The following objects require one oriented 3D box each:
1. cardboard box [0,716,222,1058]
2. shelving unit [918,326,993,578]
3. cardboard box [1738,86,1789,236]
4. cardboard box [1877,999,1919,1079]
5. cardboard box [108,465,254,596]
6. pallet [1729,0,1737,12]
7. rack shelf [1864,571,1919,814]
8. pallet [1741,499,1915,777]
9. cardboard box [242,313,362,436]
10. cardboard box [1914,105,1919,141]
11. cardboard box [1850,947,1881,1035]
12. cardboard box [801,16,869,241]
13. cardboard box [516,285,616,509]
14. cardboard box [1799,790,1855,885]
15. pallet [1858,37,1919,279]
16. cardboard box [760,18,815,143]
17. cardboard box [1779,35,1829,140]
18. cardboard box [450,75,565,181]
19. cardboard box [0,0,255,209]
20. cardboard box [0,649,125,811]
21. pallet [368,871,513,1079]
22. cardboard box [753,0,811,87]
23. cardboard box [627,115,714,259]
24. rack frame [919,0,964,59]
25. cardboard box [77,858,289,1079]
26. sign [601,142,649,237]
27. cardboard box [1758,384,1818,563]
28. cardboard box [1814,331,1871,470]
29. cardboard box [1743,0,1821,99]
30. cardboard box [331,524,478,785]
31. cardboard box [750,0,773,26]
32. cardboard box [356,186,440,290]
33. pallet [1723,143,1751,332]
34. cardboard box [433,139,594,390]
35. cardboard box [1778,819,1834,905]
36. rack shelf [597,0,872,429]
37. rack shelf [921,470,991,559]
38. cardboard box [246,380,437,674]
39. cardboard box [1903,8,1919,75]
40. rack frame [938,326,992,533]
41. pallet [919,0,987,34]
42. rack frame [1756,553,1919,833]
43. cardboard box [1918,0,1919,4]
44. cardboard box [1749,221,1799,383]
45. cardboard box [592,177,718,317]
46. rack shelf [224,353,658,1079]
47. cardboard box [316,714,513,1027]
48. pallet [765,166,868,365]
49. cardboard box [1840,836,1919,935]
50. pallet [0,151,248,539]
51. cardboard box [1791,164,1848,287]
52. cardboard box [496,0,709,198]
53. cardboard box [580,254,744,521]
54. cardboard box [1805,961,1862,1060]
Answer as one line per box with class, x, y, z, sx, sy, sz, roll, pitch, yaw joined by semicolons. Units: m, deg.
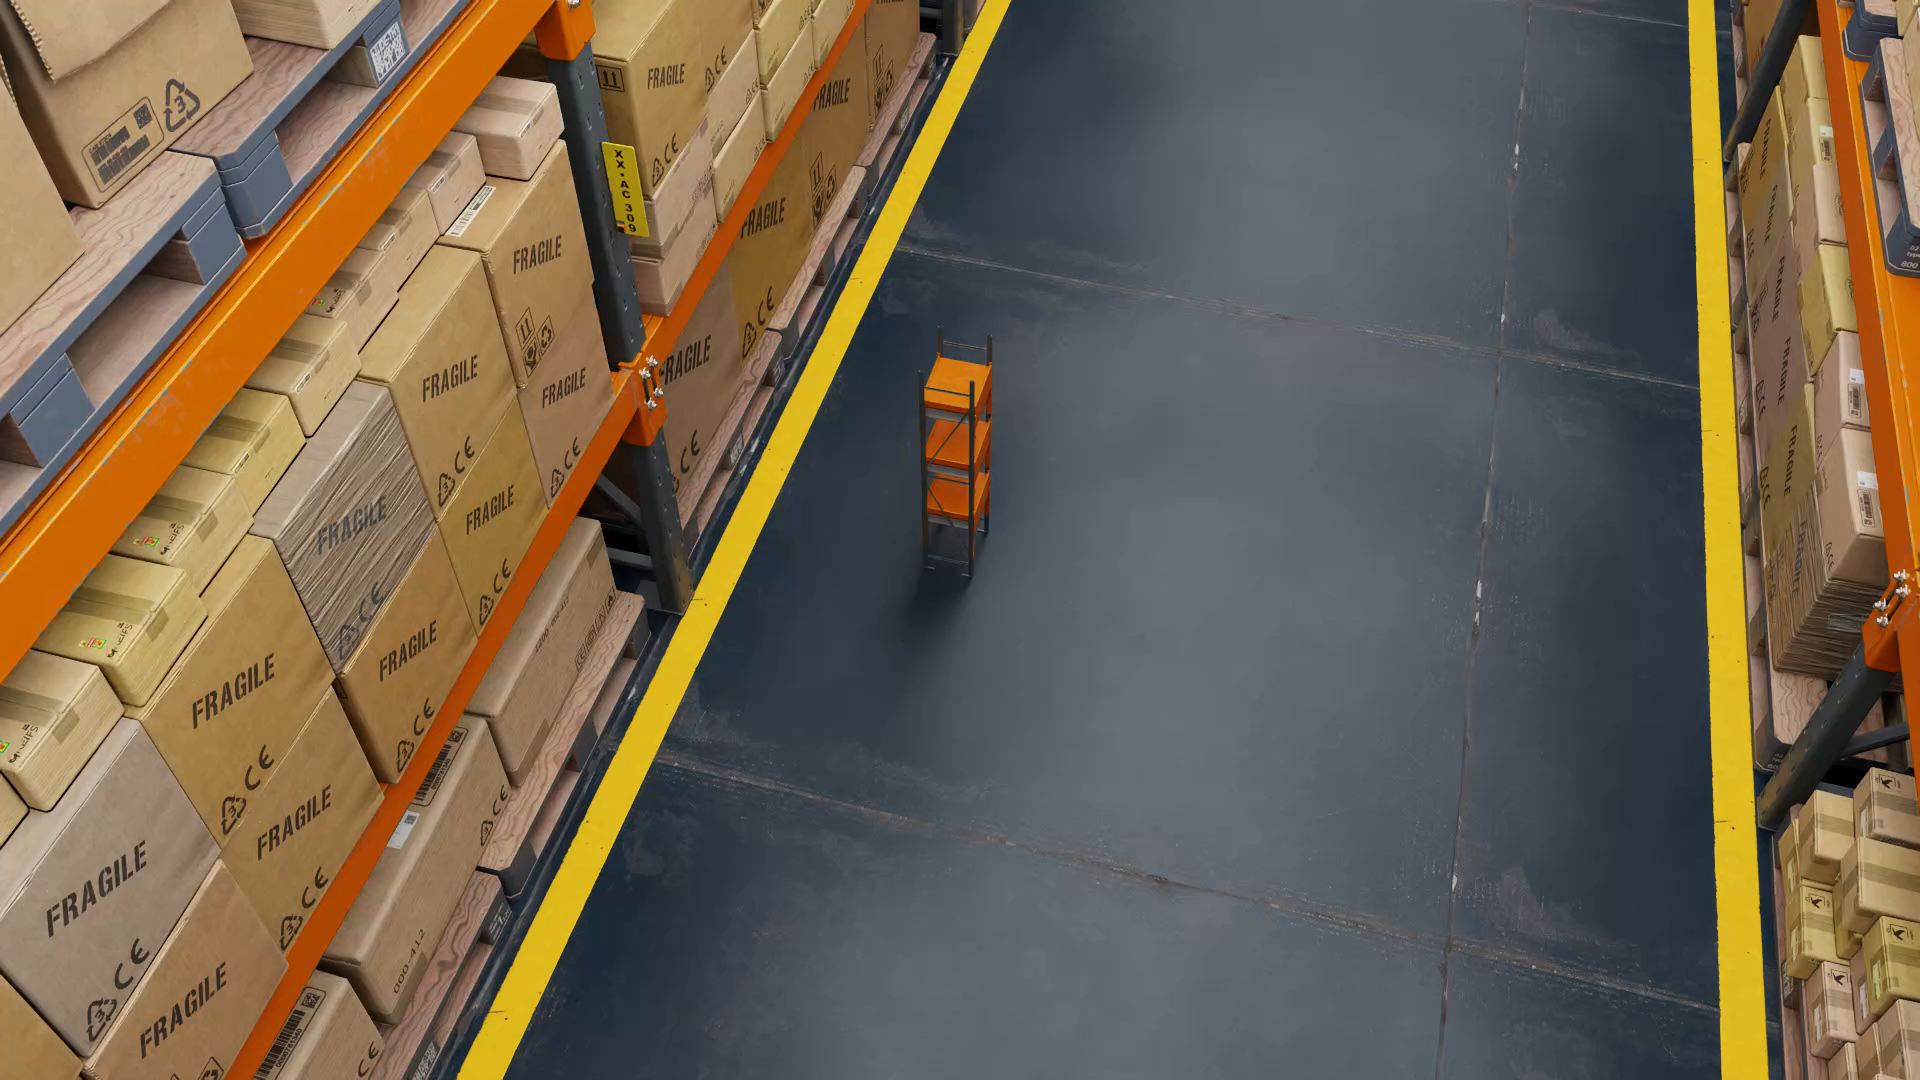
cardboard box;-1.926;0.652;3.359;0.500;0.500;0.500;11;50;10
shelving unit;-0.014;-0.309;6.241;0.215;1.050;0.252;12;50;10
cardboard box;3.891;-1.677;7.535;0.500;0.500;0.500;10;49;8
cardboard box;2.784;1.456;4.608;0.380;0.149;0.250;10;49;9
cardboard box;-1.753;-0.037;3.535;0.380;0.149;0.250;12;50;10
pallet;4.926;-3.339;9.475;1.003;0.211;1.213;12;50;10
rack shelf;2.744;1.751;3.602;1.077;0.370;4.000;12;50;10
pallet;3.474;0.426;6.152;1.003;0.211;1.213;12;50;10
cardboard box;-1.635;-0.408;3.862;0.380;0.149;0.250;11;50;10
cardboard box;3.594;-1.451;5.837;0.380;0.149;0.250;10;49;9
cardboard box;2.857;1.356;4.895;0.380;0.149;0.250;11;50;10
cardboard box;-0.980;-2.039;7.605;0.875;0.875;0.875;12;50;10
cardboard box;-1.407;-0.484;5.029;0.500;0.500;0.500;12;50;10
cardboard box;2.866;0.972;5.234;0.380;0.149;0.250;14;50;12
pallet;3.842;-1.323;5.964;1.003;0.211;1.213;12;50;10
cardboard box;-0.876;-1.796;6.353;0.500;0.250;0.500;11;50;10
cardboard box;3.908;-1.936;7.263;0.500;0.250;0.500;10;49;8
cardboard box;-1.306;-1.130;4.499;0.380;0.149;0.250;11;49;9
cardboard box;-1.856;-1.054;3.182;0.797;0.503;0.637;15;50;13
cardboard box;-1.868;0.340;3.202;0.380;0.149;0.250;12;50;10
pallet;-2.127;1.506;5.199;1.003;0.211;1.213;12;50;10
cardboard box;-0.875;-1.958;6.163;0.500;0.250;0.500;12;50;11
cardboard box;-1.144;-1.215;5.508;0.500;0.250;0.500;10;49;9
rack frame;-0.479;-3.730;7.961;1.000;3.000;0.127;12;50;10
cardboard box;-1.924;0.997;3.722;0.500;0.500;0.500;11;50;10
sign;-0.996;-1.041;4.957;0.100;0.325;0.005;12;50;10
cardboard box;3.357;-0.201;6.233;0.500;0.500;0.500;11;49;9
cardboard box;3.371;-0.451;5.953;0.500;0.250;0.500;14;50;12
cardboard box;4.570;-2.644;8.222;1.050;0.750;0.750;11;49;10
cardboard box;-1.656;0.256;4.376;0.500;0.500;0.500;11;49;9
cardboard box;-0.897;-2.198;5.875;0.500;0.500;0.500;10;49;9
cardboard box;-1.555;-0.782;4.192;0.380;0.149;0.250;12;50;10
pallet;4.116;-1.339;7.710;1.003;0.211;1.213;12;50;10
cardboard box;-1.390;-0.805;4.645;0.500;0.500;0.500;11;50;10
cardboard box;2.865;1.071;5.344;0.380;0.149;0.250;10;49;8
rack shelf;-1.005;-2.046;6.953;1.077;0.370;4.000;12;50;10
rack shelf;-0.014;-0.118;6.457;0.215;0.259;0.240;12;50;10
cardboard box;-1.656;-0.070;3.996;0.500;0.500;0.500;12;50;11
cardboard box;3.732;-1.821;6.163;0.380;0.149;0.250;13;50;11
rack frame;0.018;-0.397;6.319;0.200;1.050;0.008;12;50;10
pallet;-0.272;-3.373;9.505;1.003;0.211;1.213;12;50;10
rack frame;3.270;0.067;4.609;1.000;3.000;0.127;12;50;10
cardboard box;3.800;-2.098;6.209;0.380;0.149;0.250;12;50;10
cardboard box;3.631;-0.941;6.885;0.500;0.500;0.500;10;49;9
cardboard box;-1.161;-1.054;5.698;0.500;0.250;0.500;11;49;9
rack shelf;-2.058;0.848;4.400;1.077;0.370;4.000;12;50;10
cardboard box;-2.036;0.952;5.256;0.875;0.438;0.875;10;49;9
pallet;-1.082;-1.373;7.739;1.003;0.211;1.213;12;50;10
cardboard box;2.850;1.070;4.948;0.380;0.149;0.250;14;50;12
pallet;-2.080;-0.331;3.019;1.003;0.211;1.213;12;50;10
cardboard box;3.632;-1.213;6.626;0.500;0.250;0.500;12;50;10
cardboard box;-1.139;-1.463;5.225;0.500;0.500;0.500;12;50;10
cardboard box;-1.446;-0.737;6.456;0.875;0.875;0.875;13;50;11
cardboard box;2.779;1.454;5.007;0.380;0.149;0.250;11;50;10
